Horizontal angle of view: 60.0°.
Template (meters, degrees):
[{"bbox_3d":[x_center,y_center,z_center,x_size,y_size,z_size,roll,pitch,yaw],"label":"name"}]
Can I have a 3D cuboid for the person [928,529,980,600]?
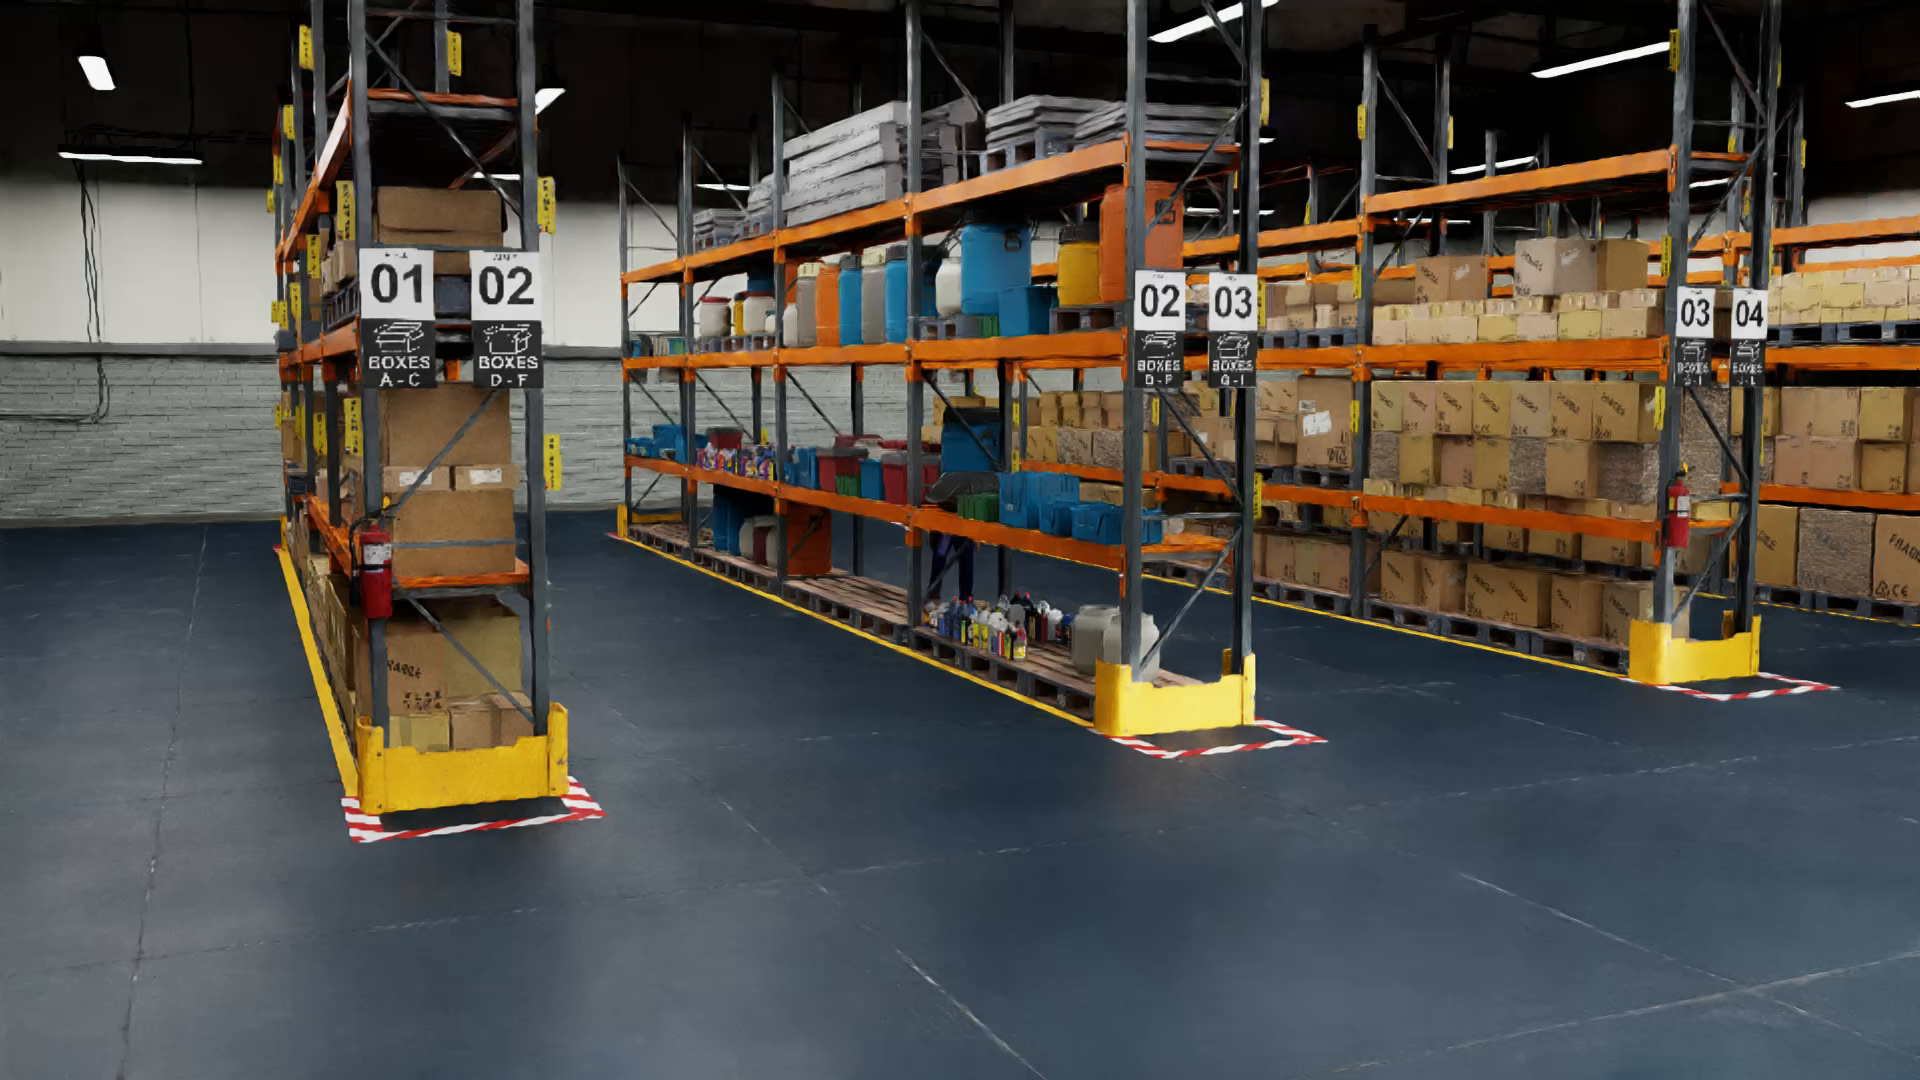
[{"bbox_3d":[-0.069,-0.024,17.299,0.648,1.615,0.755,-1,6,-13],"label":"person"}]
